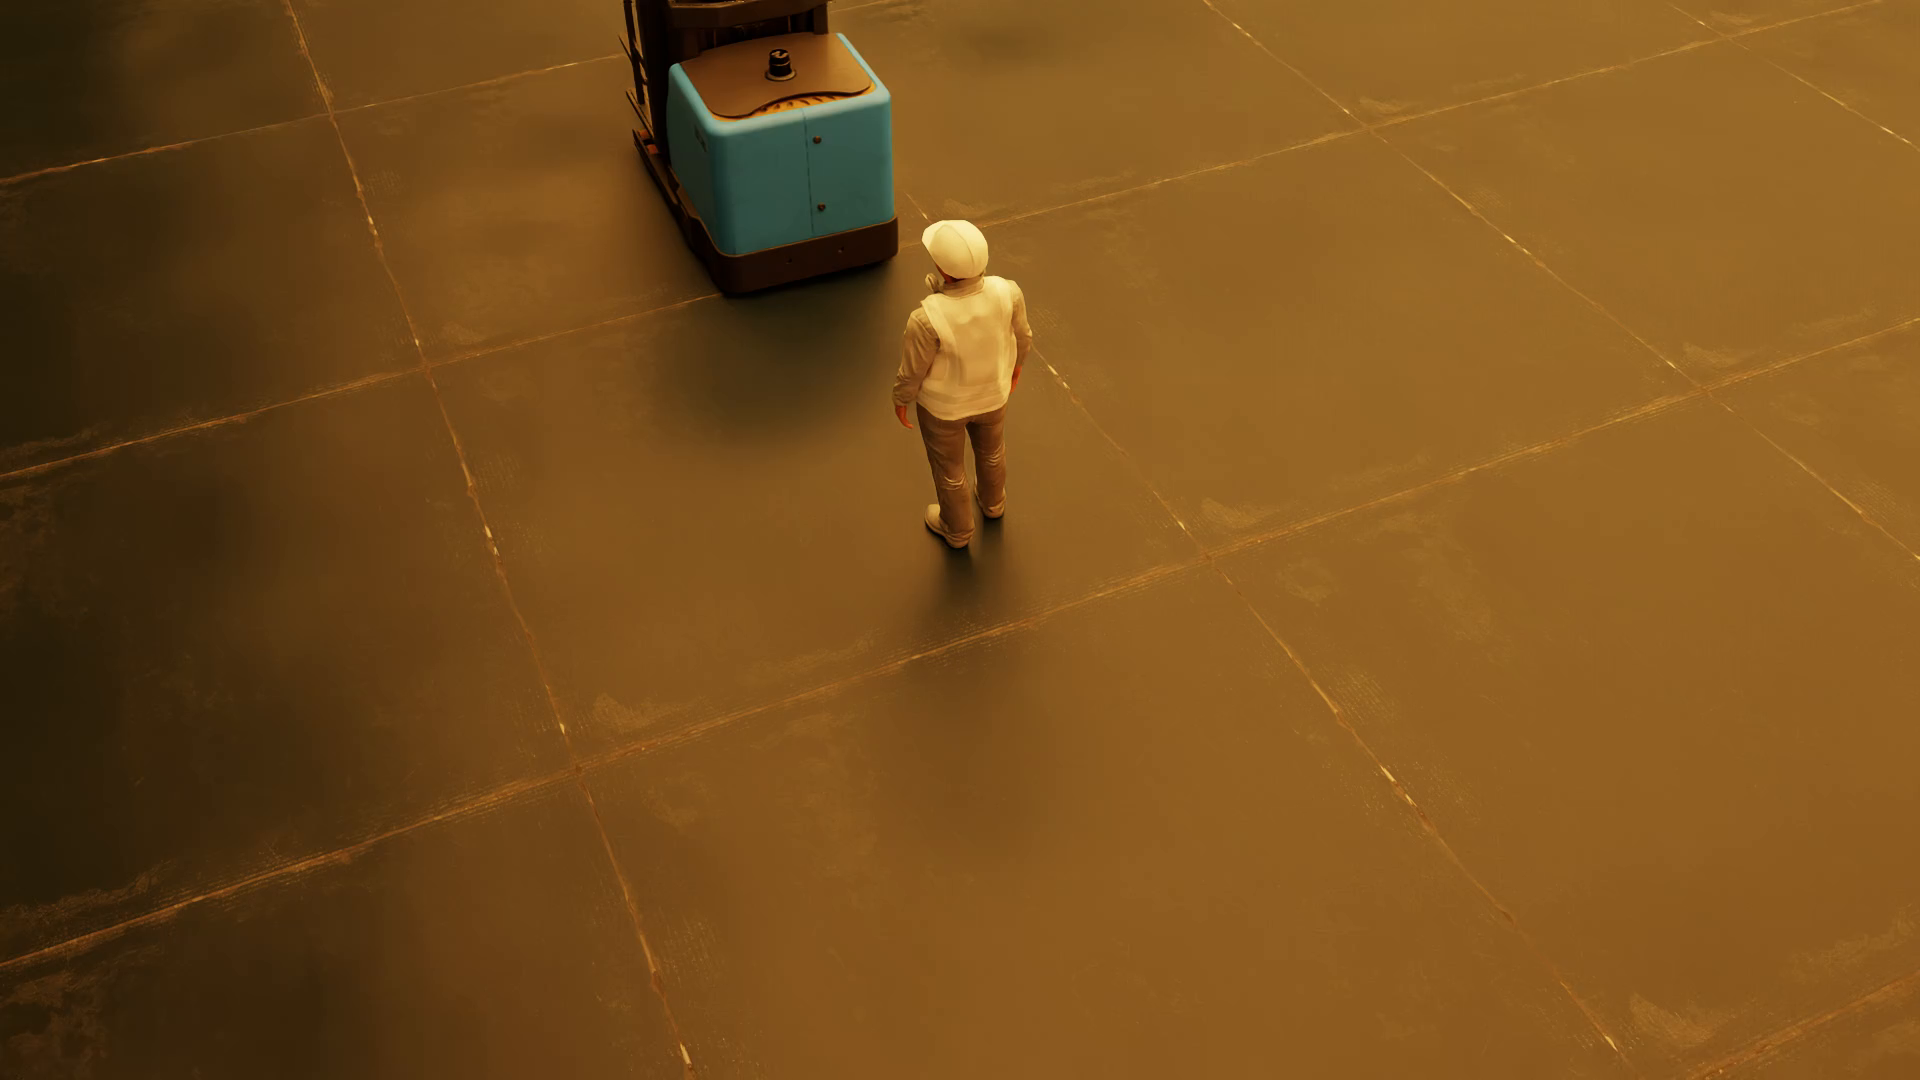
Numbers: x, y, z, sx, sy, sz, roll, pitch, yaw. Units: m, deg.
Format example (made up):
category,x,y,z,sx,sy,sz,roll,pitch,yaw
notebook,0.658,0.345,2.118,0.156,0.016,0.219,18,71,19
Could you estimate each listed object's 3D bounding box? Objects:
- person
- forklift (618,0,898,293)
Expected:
category,x,y,z,sx,sy,sz,roll,pitch,yaw
person,-0.020,-0.695,7.262,0.634,1.775,0.566,-18,46,-18
forklift,-1.389,-3.449,9.376,1.130,2.935,3.031,-16,45,-16
